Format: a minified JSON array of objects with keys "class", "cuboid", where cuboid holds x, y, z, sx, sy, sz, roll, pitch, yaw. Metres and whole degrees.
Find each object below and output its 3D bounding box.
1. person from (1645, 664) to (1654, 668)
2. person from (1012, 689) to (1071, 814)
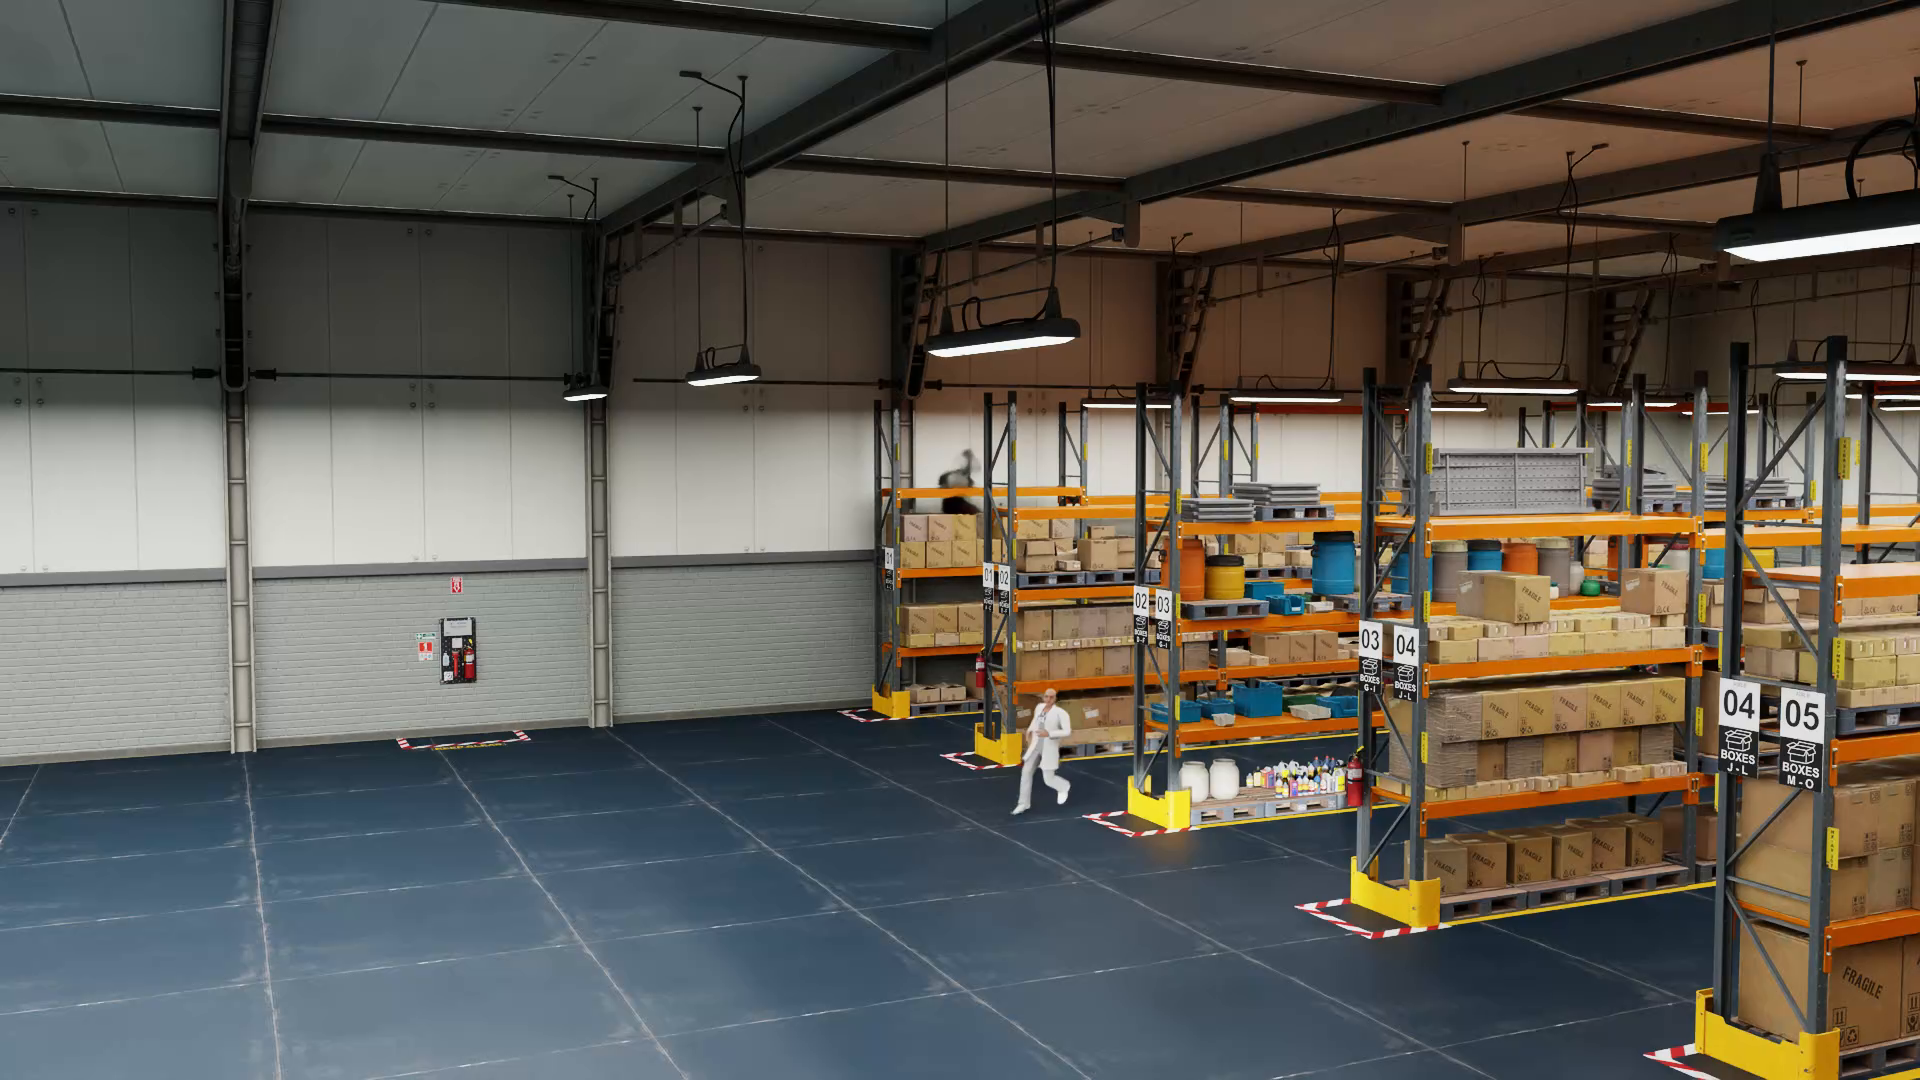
[{"class":"person","cuboid":[12.658,2.591,30.252,0.813,1.698,0.537,-3,4,-39]},{"class":"person","cuboid":[1.235,2.958,23.361,0.733,1.756,0.956,2,4,36]}]
